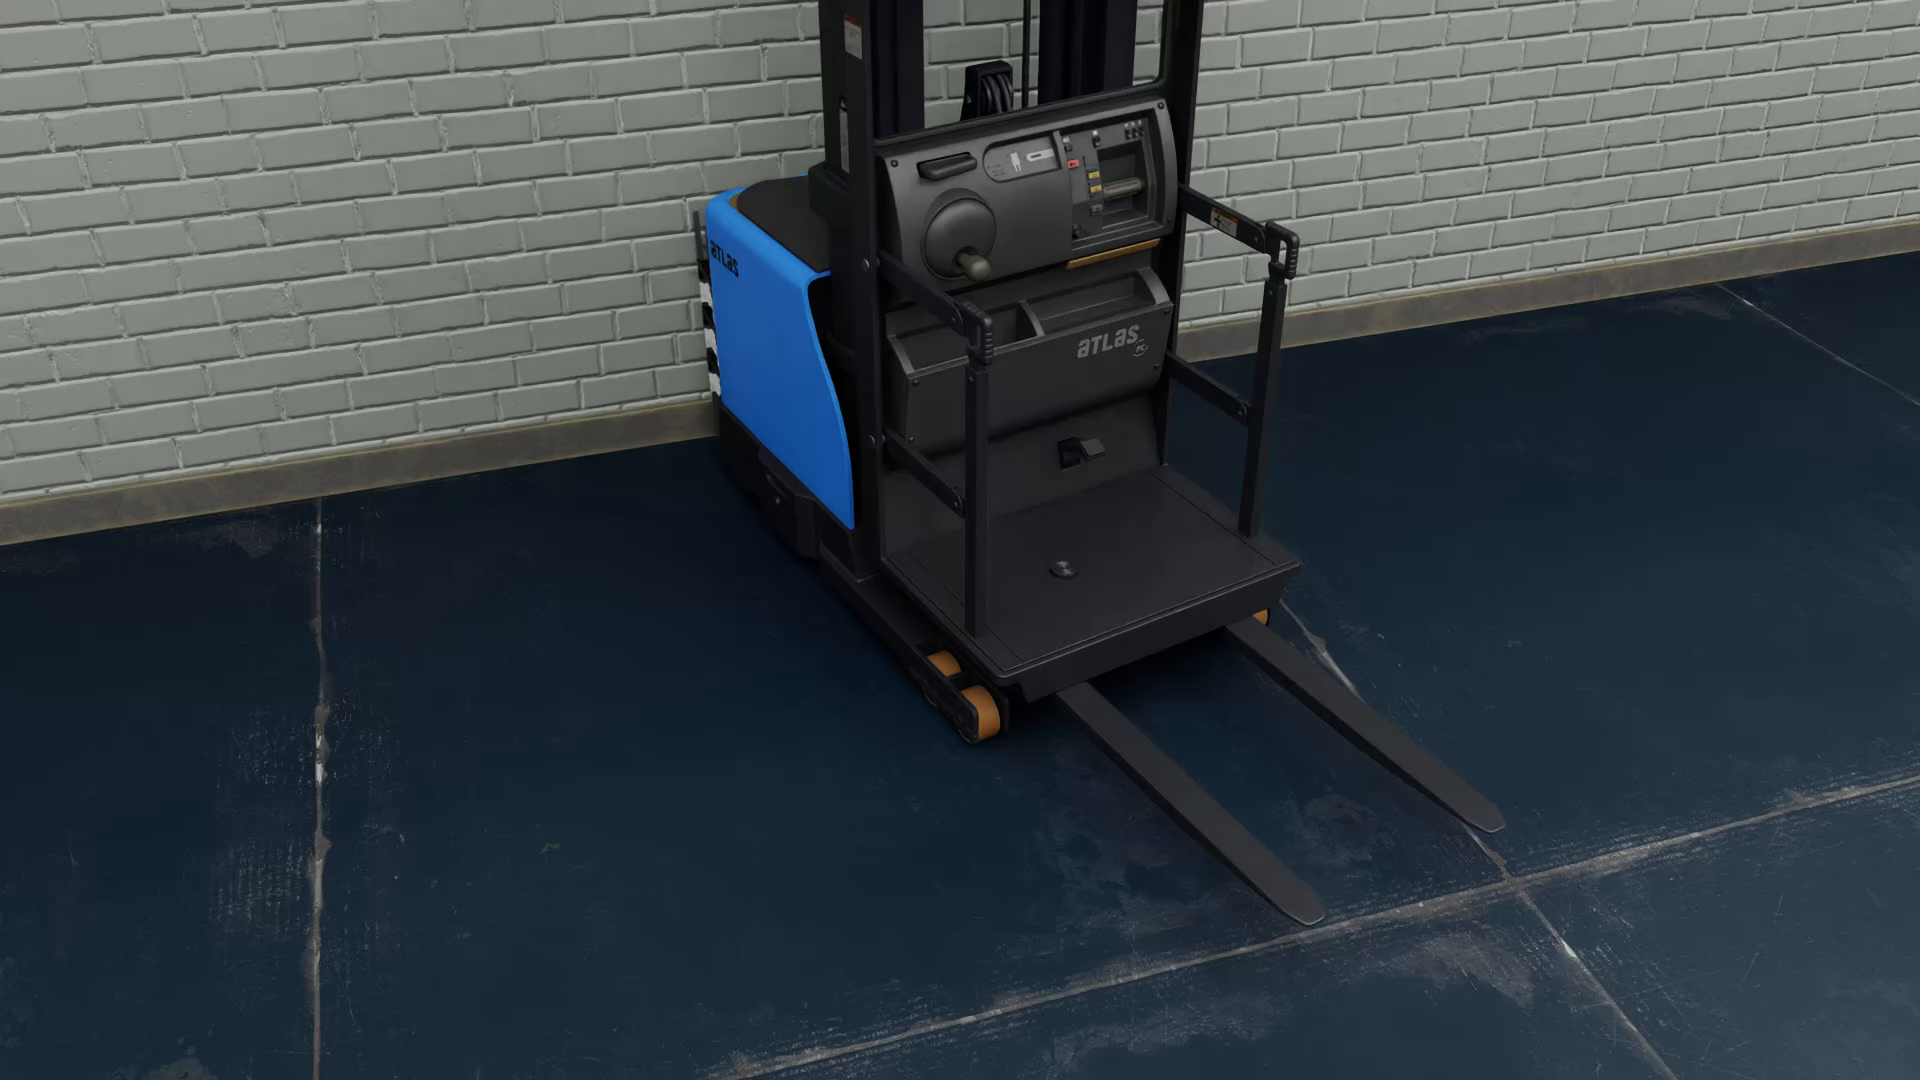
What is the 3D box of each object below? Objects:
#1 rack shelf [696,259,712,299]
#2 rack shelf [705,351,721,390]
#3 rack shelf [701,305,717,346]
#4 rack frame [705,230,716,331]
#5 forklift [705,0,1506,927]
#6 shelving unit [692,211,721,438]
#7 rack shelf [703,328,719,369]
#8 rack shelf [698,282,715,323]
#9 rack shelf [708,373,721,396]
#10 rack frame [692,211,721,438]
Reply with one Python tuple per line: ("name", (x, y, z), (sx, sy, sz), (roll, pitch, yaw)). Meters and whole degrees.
("rack shelf", (-0.793, -0.951, 5.936), (0.258, 0.077, 0.200), (-12, 33, -17))
("rack shelf", (-0.786, -0.643, 6.121), (0.258, 0.077, 0.200), (-12, 33, -17))
("rack shelf", (-0.790, -0.797, 6.029), (0.258, 0.077, 0.200), (-12, 33, -17))
("rack frame", (-0.754, -0.700, 5.976), (0.240, 0.900, 0.006), (-12, 33, -17))
("forklift", (0.327, -0.926, 4.493), (1.130, 2.935, 3.031), (-19, 38, -26))
("shelving unit", (-0.789, -0.748, 6.058), (0.258, 0.900, 0.210), (-12, 33, -17))
("rack shelf", (-0.788, -0.720, 6.075), (0.258, 0.077, 0.200), (-12, 33, -17))
("rack shelf", (-0.791, -0.874, 5.982), (0.258, 0.077, 0.200), (-12, 33, -17))
("rack shelf", (-0.785, -0.566, 6.168), (0.258, 0.077, 0.200), (-12, 33, -17))
("rack frame", (-0.824, -0.797, 6.140), (0.240, 0.900, 0.006), (-12, 33, -17))
